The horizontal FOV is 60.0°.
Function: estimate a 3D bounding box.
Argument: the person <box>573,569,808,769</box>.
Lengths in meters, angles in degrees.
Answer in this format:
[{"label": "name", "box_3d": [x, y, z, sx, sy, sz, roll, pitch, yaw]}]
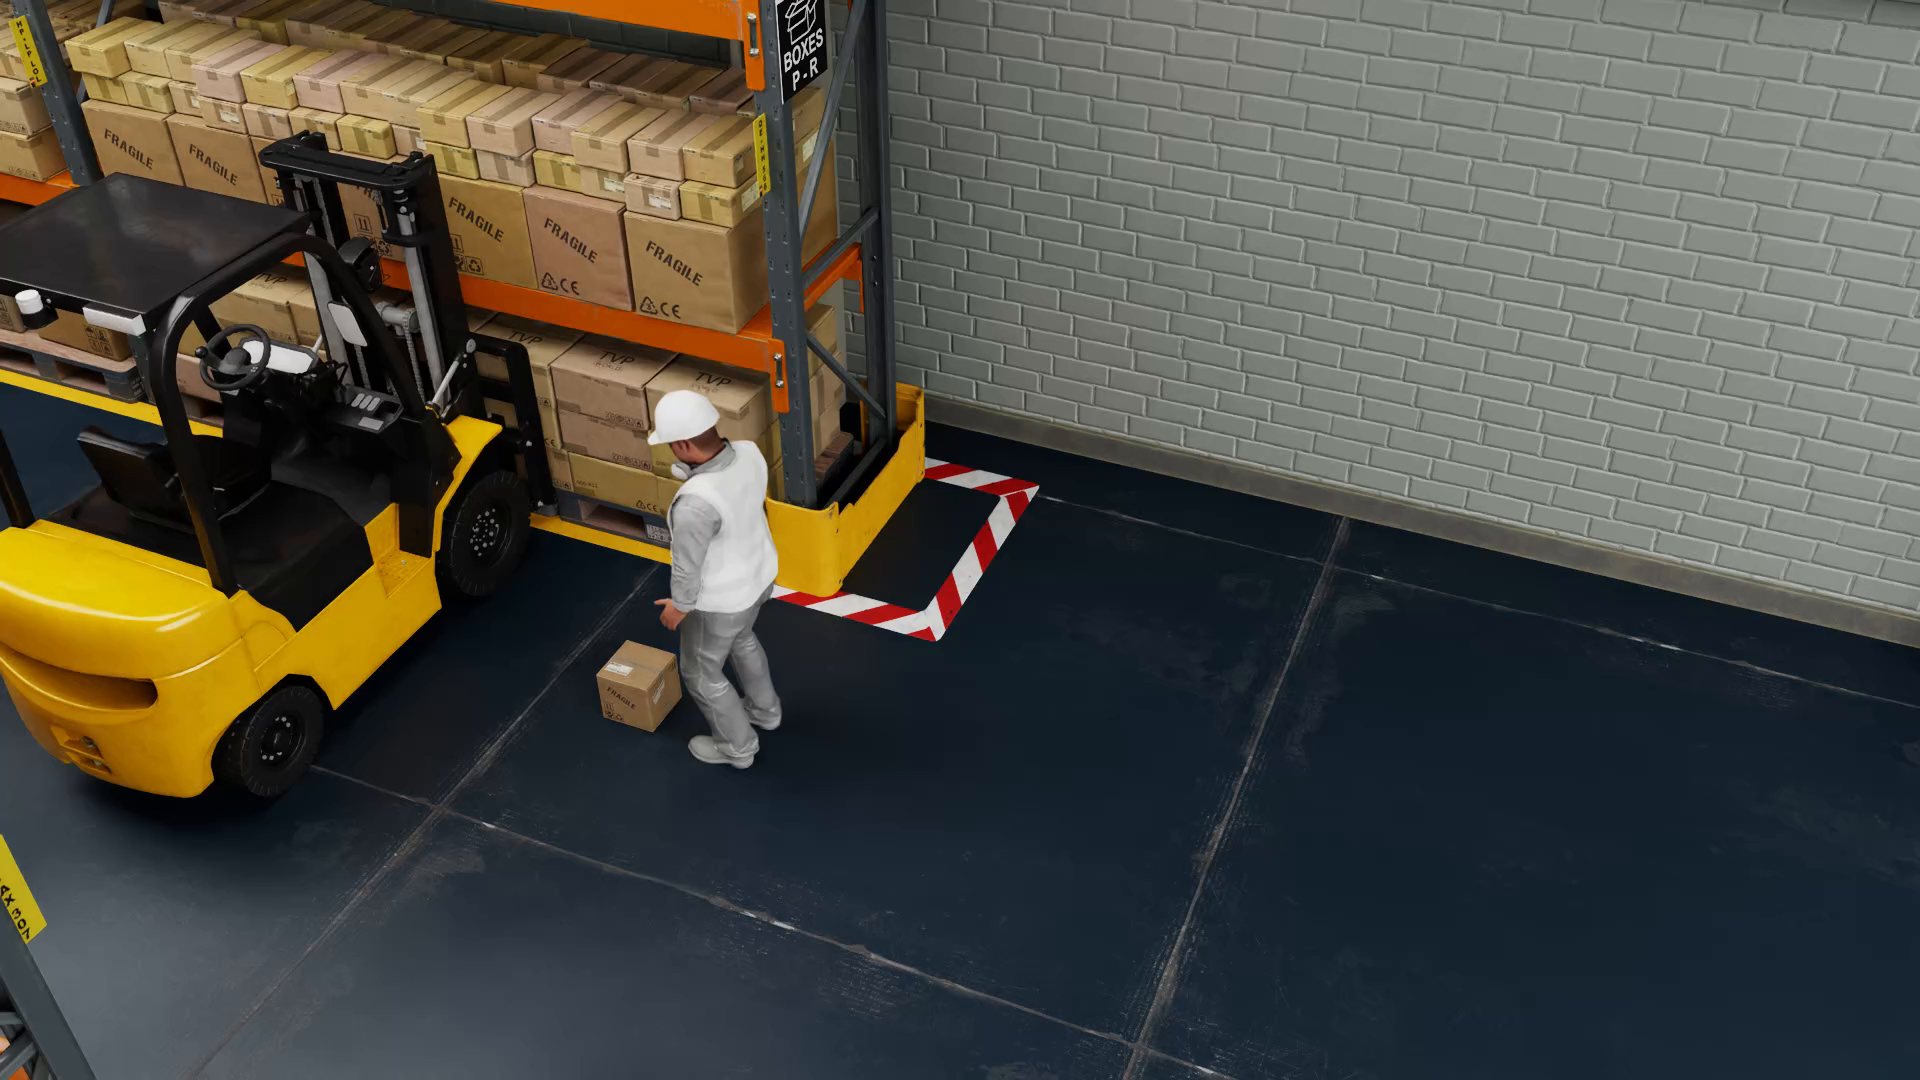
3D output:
[{"label": "person", "box_3d": [-1.133, 0.507, 6.969, 0.994, 0.795, 0.498, 13, 39, 17]}]
